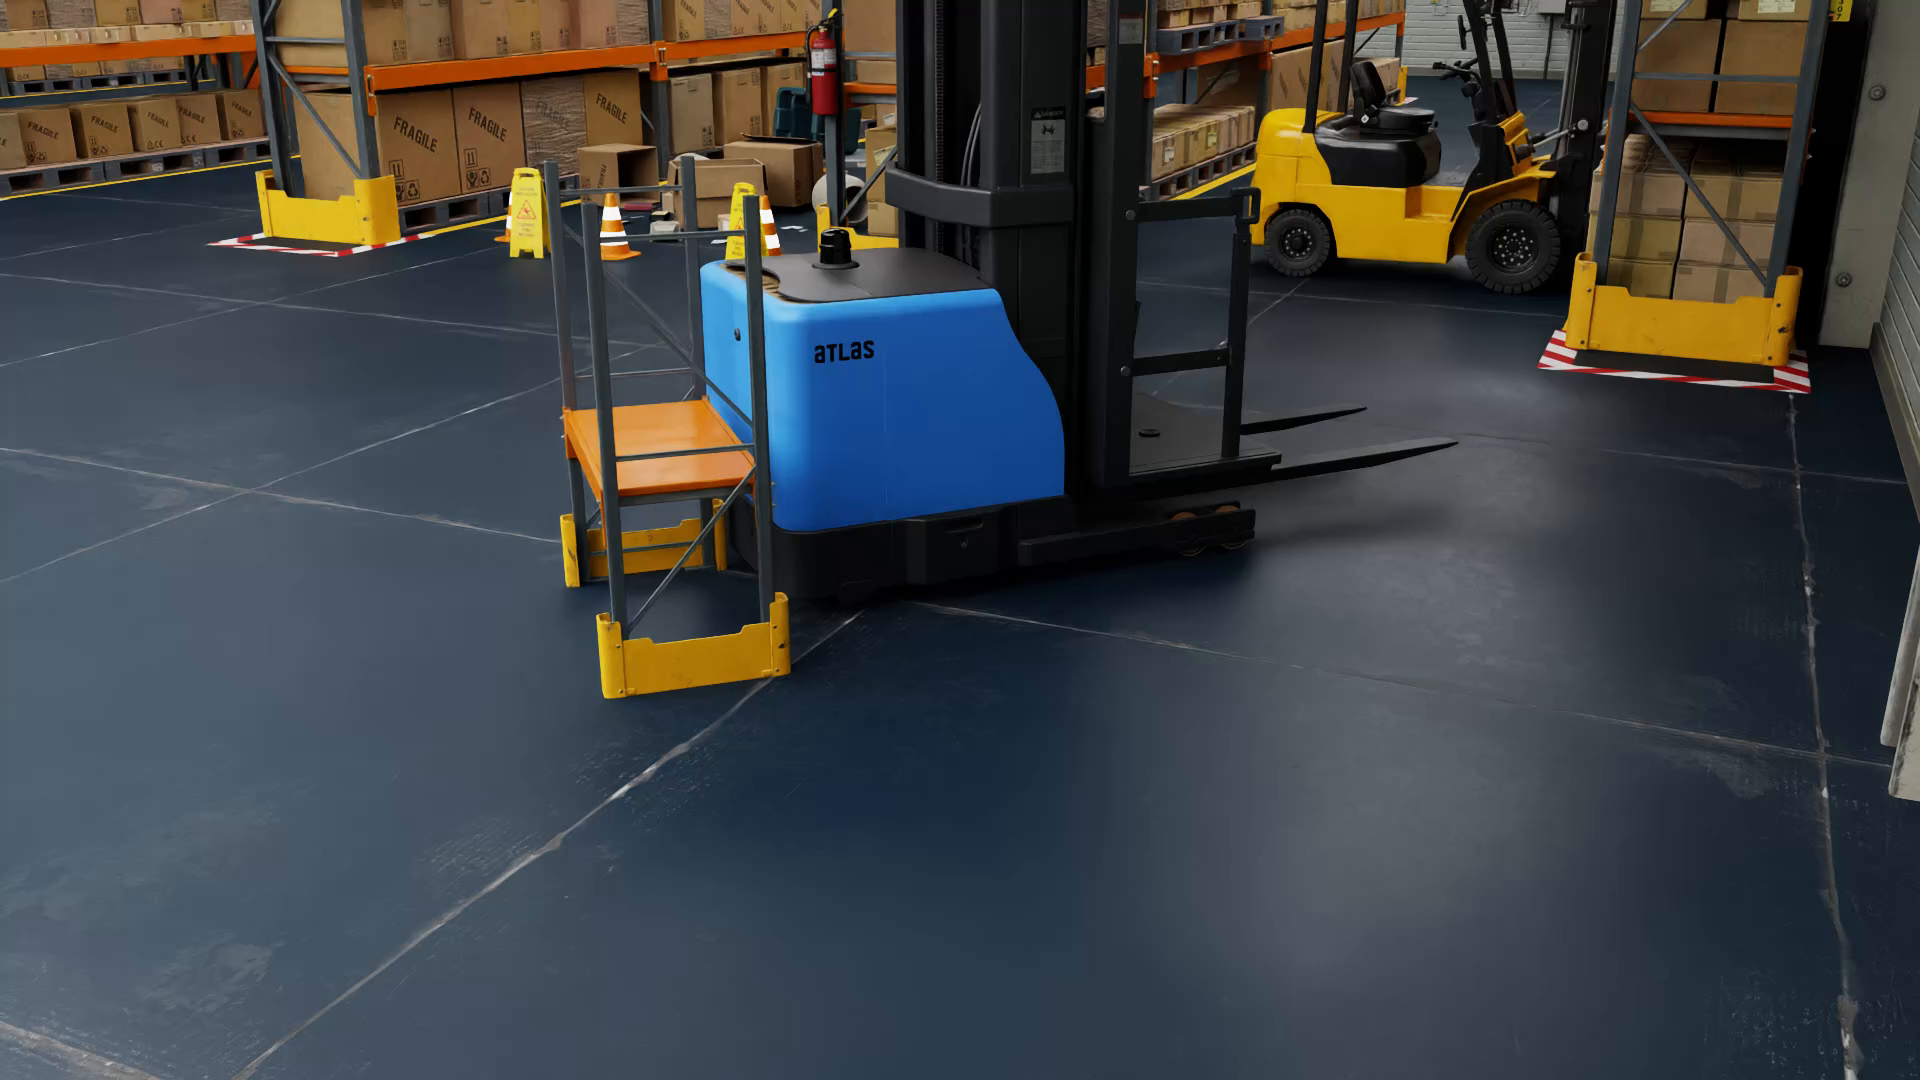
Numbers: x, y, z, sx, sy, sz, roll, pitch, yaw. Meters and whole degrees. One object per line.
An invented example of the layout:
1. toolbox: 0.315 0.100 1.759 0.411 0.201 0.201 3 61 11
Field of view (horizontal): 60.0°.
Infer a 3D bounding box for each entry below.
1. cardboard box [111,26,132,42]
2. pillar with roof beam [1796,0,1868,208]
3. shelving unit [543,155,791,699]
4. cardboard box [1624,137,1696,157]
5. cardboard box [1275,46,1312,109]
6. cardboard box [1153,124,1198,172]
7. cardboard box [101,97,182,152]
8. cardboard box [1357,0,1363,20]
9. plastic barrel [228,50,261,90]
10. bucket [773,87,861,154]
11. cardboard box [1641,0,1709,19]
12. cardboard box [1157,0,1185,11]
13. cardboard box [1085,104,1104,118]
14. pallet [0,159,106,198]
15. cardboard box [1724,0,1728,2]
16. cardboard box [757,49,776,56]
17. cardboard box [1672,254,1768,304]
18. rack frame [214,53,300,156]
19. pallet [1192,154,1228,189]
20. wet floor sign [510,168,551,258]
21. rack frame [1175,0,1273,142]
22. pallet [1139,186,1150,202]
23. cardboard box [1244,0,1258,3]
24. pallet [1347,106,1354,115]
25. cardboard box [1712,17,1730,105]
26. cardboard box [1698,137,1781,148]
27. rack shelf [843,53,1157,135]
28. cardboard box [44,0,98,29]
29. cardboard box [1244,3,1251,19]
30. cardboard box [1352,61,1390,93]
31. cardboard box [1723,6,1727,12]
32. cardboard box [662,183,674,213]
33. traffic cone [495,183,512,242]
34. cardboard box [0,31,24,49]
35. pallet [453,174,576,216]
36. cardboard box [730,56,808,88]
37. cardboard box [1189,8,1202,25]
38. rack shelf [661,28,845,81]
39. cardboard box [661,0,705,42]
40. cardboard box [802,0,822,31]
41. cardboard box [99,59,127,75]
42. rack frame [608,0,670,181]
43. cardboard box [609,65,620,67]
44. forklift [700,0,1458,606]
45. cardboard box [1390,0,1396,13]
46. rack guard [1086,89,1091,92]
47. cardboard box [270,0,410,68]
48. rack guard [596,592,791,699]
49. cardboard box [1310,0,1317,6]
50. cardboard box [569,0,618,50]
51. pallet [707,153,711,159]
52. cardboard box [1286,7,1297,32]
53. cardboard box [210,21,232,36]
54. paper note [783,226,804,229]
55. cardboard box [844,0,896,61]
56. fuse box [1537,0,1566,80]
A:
1. cardboard box: -8.457 -5.018 16.478 0.380 0.149 0.250 9 21 23
2. pillar with roof beam: 3.733 -7.843 15.094 9.100 9.000 0.400 9 21 23
3. shelving unit: -0.985 -0.421 5.413 0.587 1.500 1.083 -7 21 -18
4. cardboard box: 4.615 -2.526 11.080 0.500 0.250 0.500 8 21 22
5. cardboard box: 3.569 -5.297 19.430 0.875 0.875 0.875 9 21 23
6. cardboard box: 1.708 -3.746 15.821 0.950 0.372 0.625 10 22 26
7. cardboard box: -8.448 -4.292 17.164 0.500 0.500 0.500 7 21 18
8. cardboard box: 4.911 -7.006 21.542 0.500 0.500 0.500 9 22 24
9. plastic barrel: -10.533 -6.995 24.273 0.600 0.830 0.708 9 21 23
10. bucket: -1.306 -3.870 15.490 0.726 0.611 0.620 18 16 41
11. cardboard box: 3.982 -3.000 9.310 0.380 0.149 0.250 9 21 23
12. cardboard box: 1.657 -4.895 14.535 0.500 0.500 0.500 9 22 24
13. cardboard box: 1.000 -3.288 13.595 0.500 0.500 0.500 9 21 24
14. pallet: -9.079 -3.495 15.982 1.003 0.211 1.213 9 21 23
15. cardboard box: 5.702 -4.076 12.930 0.500 0.250 0.500 8 21 22
16. cardboard box: -3.485 -8.146 27.441 0.875 0.875 0.875 9 21 23
17. cardboard box: 4.475 -1.528 9.767 0.500 0.250 0.500 9 21 23
18. rack frame: -7.837 -5.765 18.203 1.000 3.000 0.127 9 21 23
19. pallet: 2.019 -3.704 16.569 1.003 0.211 1.213 9 21 23
20. wet floor sign: -3.197 -2.441 12.370 0.267 0.644 0.232 5 20 13
21. rack frame: 2.842 -5.628 17.818 1.000 3.000 0.127 9 21 23
22. pallet: 0.961 -2.881 14.256 1.003 0.211 1.213 9 21 23
23. cardboard box: 2.708 -5.677 16.735 0.500 0.500 0.500 8 21 22
24. pallet: 4.863 -5.759 22.347 1.003 0.211 1.213 9 21 23
25. cardboard box: 4.745 -2.825 9.788 0.500 0.500 0.500 9 22 24
26. cardboard box: 5.296 -2.612 11.322 0.500 0.250 0.500 9 21 23
27. rack shelf: 0.385 -3.455 12.781 1.077 0.370 4.000 9 21 23
28. cardboard box: -8.885 -5.210 16.050 0.875 0.500 0.500 9 21 23
29. cardboard box: 2.706 -5.324 16.712 0.380 0.149 0.250 7 21 20
30. cardboard box: 5.572 -6.568 23.658 0.875 0.438 0.875 9 22 24
31. cardboard box: 4.909 -3.356 11.281 0.500 0.500 0.500 8 21 22
32. cardboard box: -2.377 -2.987 14.473 0.396 0.266 0.258 13 23 32
33. traffic cone: -3.479 -2.603 13.098 0.336 0.463 0.334 9 21 23
34. cardboard box: -8.905 -4.627 15.377 0.380 0.149 0.250 9 21 23
35. pallet: -4.235 -3.144 14.994 1.003 0.211 1.213 9 21 23
36. cardboard box: -2.047 -5.241 19.459 1.050 0.750 0.750 8 21 22
37. cardboard box: 2.018 -4.856 15.394 0.380 0.149 0.250 9 21 24
38. rack shelf: -2.535 -5.326 18.042 1.077 0.370 4.000 9 21 23
39. cardboard box: -2.893 -5.225 16.534 0.500 0.500 0.500 9 21 23
40. cardboard box: -1.861 -5.997 18.705 0.500 0.500 0.500 9 21 23
41. cardboard box: -14.160 -7.952 27.425 0.500 0.500 0.500 8 21 21
42. rack frame: -3.354 -5.054 16.203 1.000 3.000 0.127 9 21 23
43. cardboard box: -5.526 -6.664 23.276 1.225 0.875 0.875 9 21 23
44. forklift: 0.572 -1.469 6.227 3.031 2.935 1.130 -9 21 -23
45. cardboard box: 5.942 -7.786 23.736 0.500 0.500 0.500 8 21 22
46. rack guard: 1.529 -7.521 26.871 1.175 0.500 0.348 9 21 23
47. cardboard box: -4.881 -4.021 13.076 0.875 0.550 0.550 9 21 23
48. rack guard: -0.823 0.326 5.179 0.587 0.250 0.087 -7 21 -18
49. cardboard box: 3.922 -6.376 19.398 0.500 0.250 0.500 9 21 24
50. cardboard box: -3.698 -4.839 15.374 0.875 0.550 0.550 9 21 23
51. pallet: -2.608 -4.360 18.415 1.003 0.211 1.213 9 21 23
52. cardboard box: 3.466 -5.832 18.615 0.500 0.250 0.500 8 21 21
53. cardboard box: -7.925 -5.398 17.544 0.380 0.149 0.250 9 21 23
54. paper note: -1.378 -2.580 13.694 0.148 0.019 0.142 18 26 41
55. cardboard box: -0.463 -3.574 11.448 0.500 0.500 0.500 8 21 22
56. fuse box: 10.262 -8.861 28.831 0.539 1.711 0.414 9 21 23
